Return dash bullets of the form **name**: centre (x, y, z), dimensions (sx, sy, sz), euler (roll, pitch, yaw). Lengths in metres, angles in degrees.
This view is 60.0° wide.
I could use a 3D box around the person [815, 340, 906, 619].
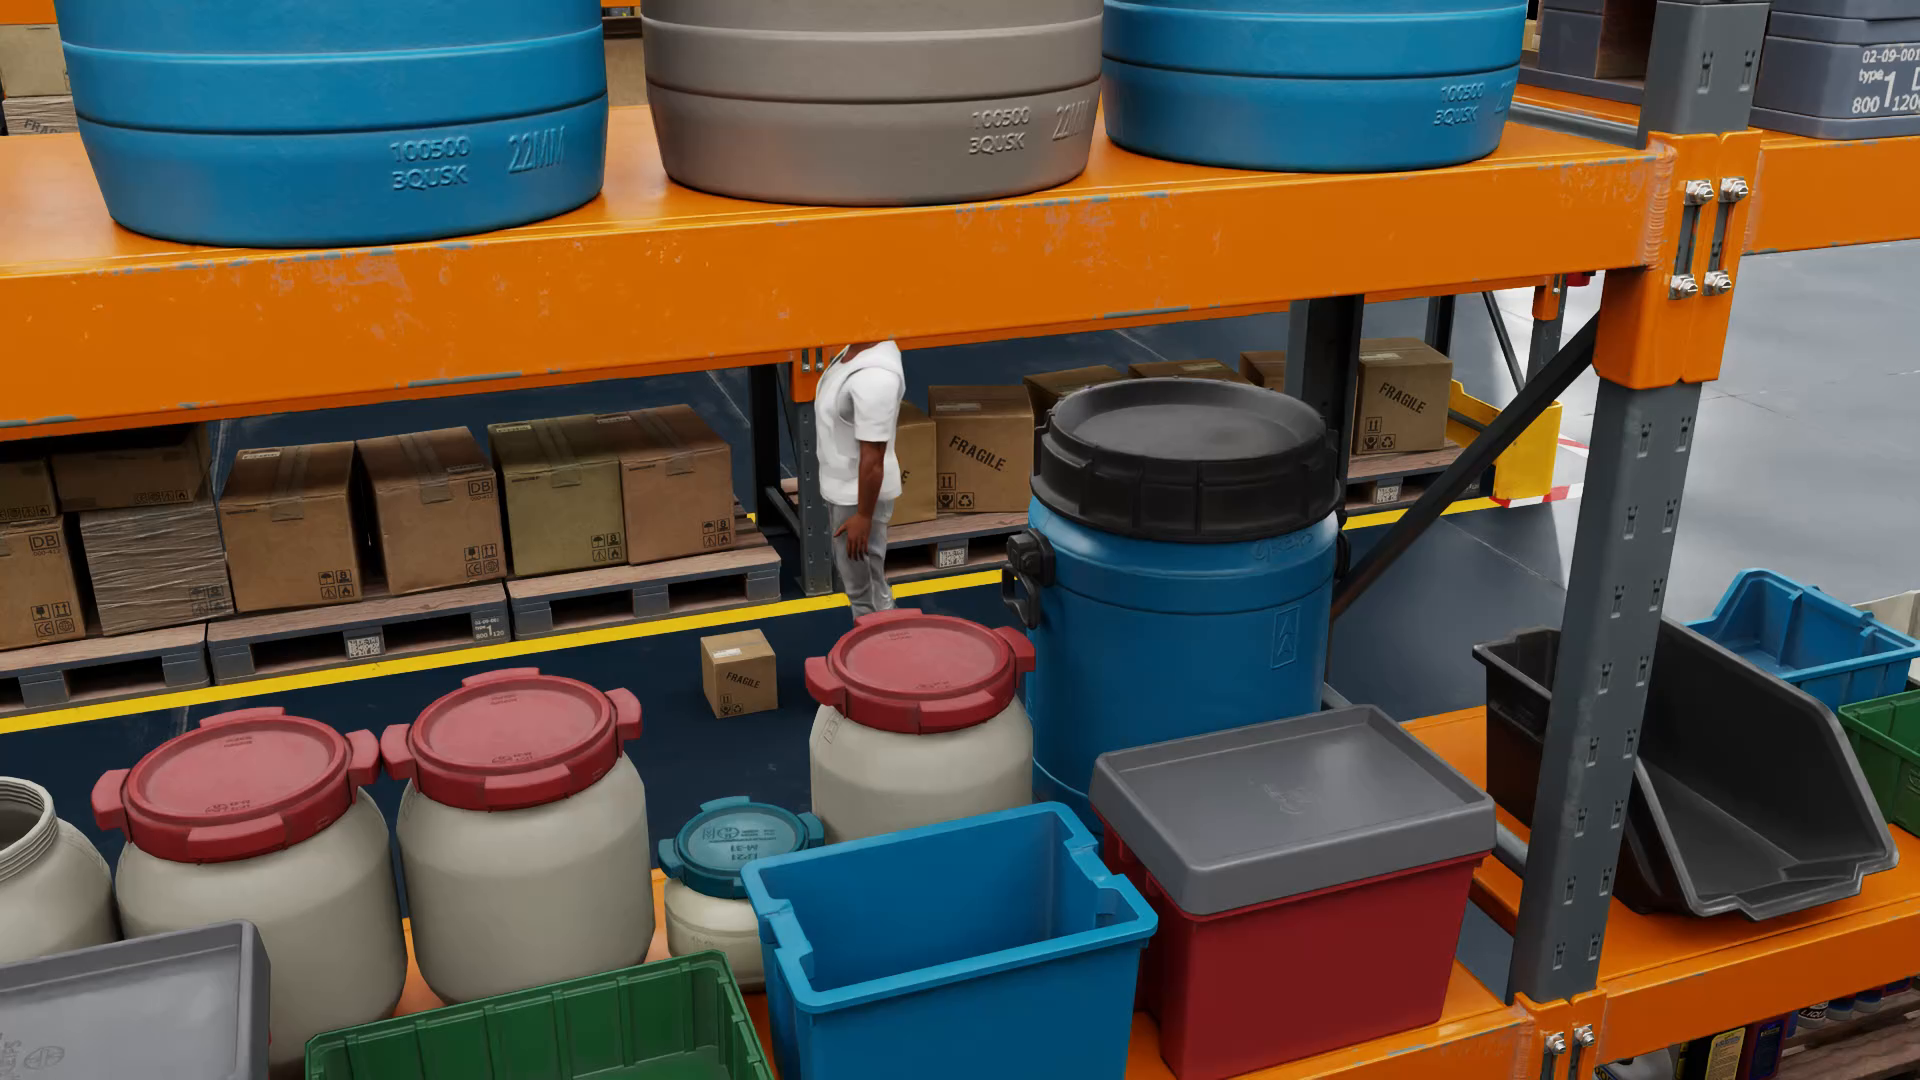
- **person**: centre (-0.398, -0.180, 6.498), dimensions (0.370, 1.788, 0.583), euler (-3, 23, -7)
